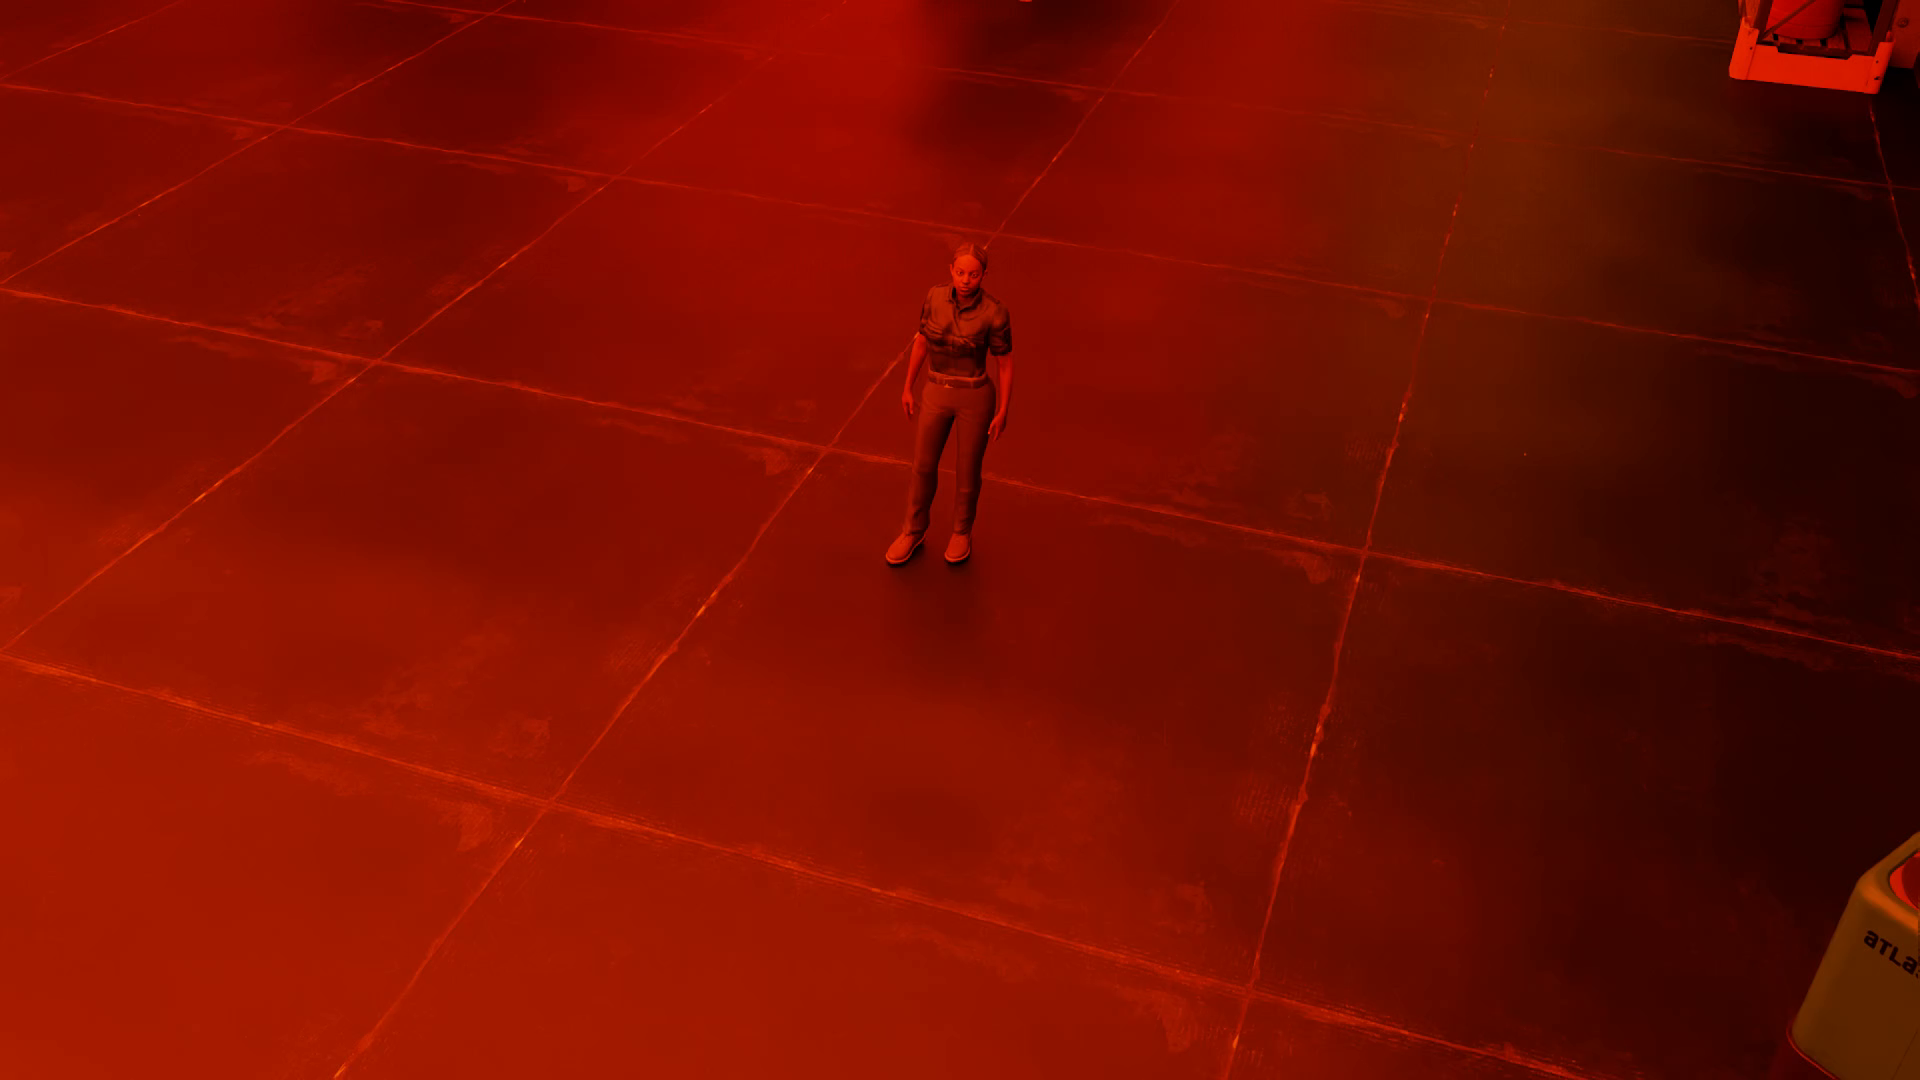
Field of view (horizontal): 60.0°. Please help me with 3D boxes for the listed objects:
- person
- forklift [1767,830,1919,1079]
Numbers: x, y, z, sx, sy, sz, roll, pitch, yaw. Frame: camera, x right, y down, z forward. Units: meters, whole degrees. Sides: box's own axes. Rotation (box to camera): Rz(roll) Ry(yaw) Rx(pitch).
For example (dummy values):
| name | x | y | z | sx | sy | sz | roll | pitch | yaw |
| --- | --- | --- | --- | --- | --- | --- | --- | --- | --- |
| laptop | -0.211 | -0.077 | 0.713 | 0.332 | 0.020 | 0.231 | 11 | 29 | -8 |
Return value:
| name | x | y | z | sx | sy | sz | roll | pitch | yaw |
| --- | --- | --- | --- | --- | --- | --- | --- | --- | --- |
| person | -0.048 | -0.637 | 8.101 | 0.569 | 1.654 | 0.504 | 12 | 37 | 16 |
| forklift | 4.102 | 1.293 | 4.287 | 1.130 | 2.935 | 3.031 | -22 | 41 | -28 |
